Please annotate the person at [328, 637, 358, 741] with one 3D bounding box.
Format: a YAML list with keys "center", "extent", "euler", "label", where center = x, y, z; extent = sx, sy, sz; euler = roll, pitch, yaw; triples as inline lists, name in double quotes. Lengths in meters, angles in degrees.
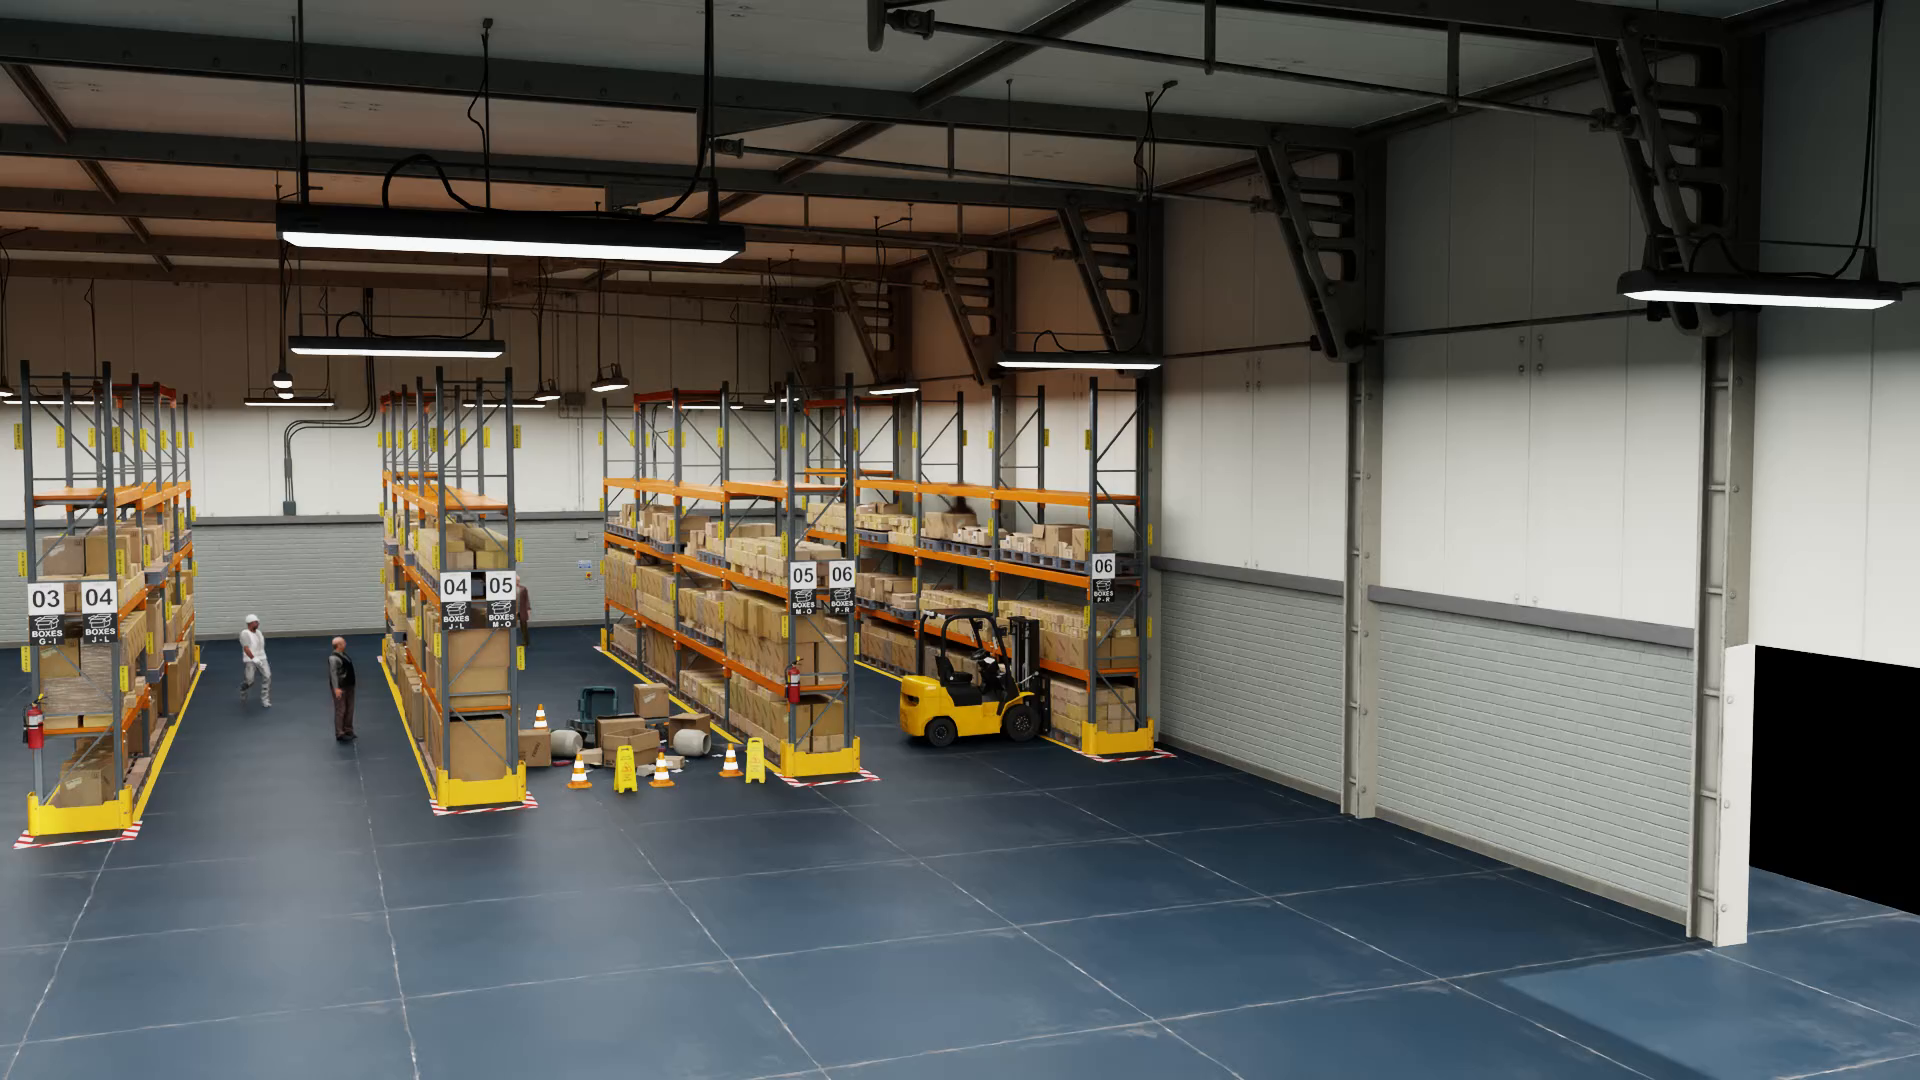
- center: [-10.301, 2.485, 27.776]
  extent: [0.444, 1.738, 0.590]
  euler: [1, 4, 16]
  label: "person"

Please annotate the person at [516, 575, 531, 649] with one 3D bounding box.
- center: [-10.585, 1.726, 39.735]
  extent: [0.628, 1.779, 0.467]
  euler: [0, 3, -6]
  label: "person"

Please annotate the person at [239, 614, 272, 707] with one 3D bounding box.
- center: [-13.253, 2.261, 31.305]
  extent: [0.836, 1.723, 0.604]
  euler: [3, 4, 37]
  label: "person"
